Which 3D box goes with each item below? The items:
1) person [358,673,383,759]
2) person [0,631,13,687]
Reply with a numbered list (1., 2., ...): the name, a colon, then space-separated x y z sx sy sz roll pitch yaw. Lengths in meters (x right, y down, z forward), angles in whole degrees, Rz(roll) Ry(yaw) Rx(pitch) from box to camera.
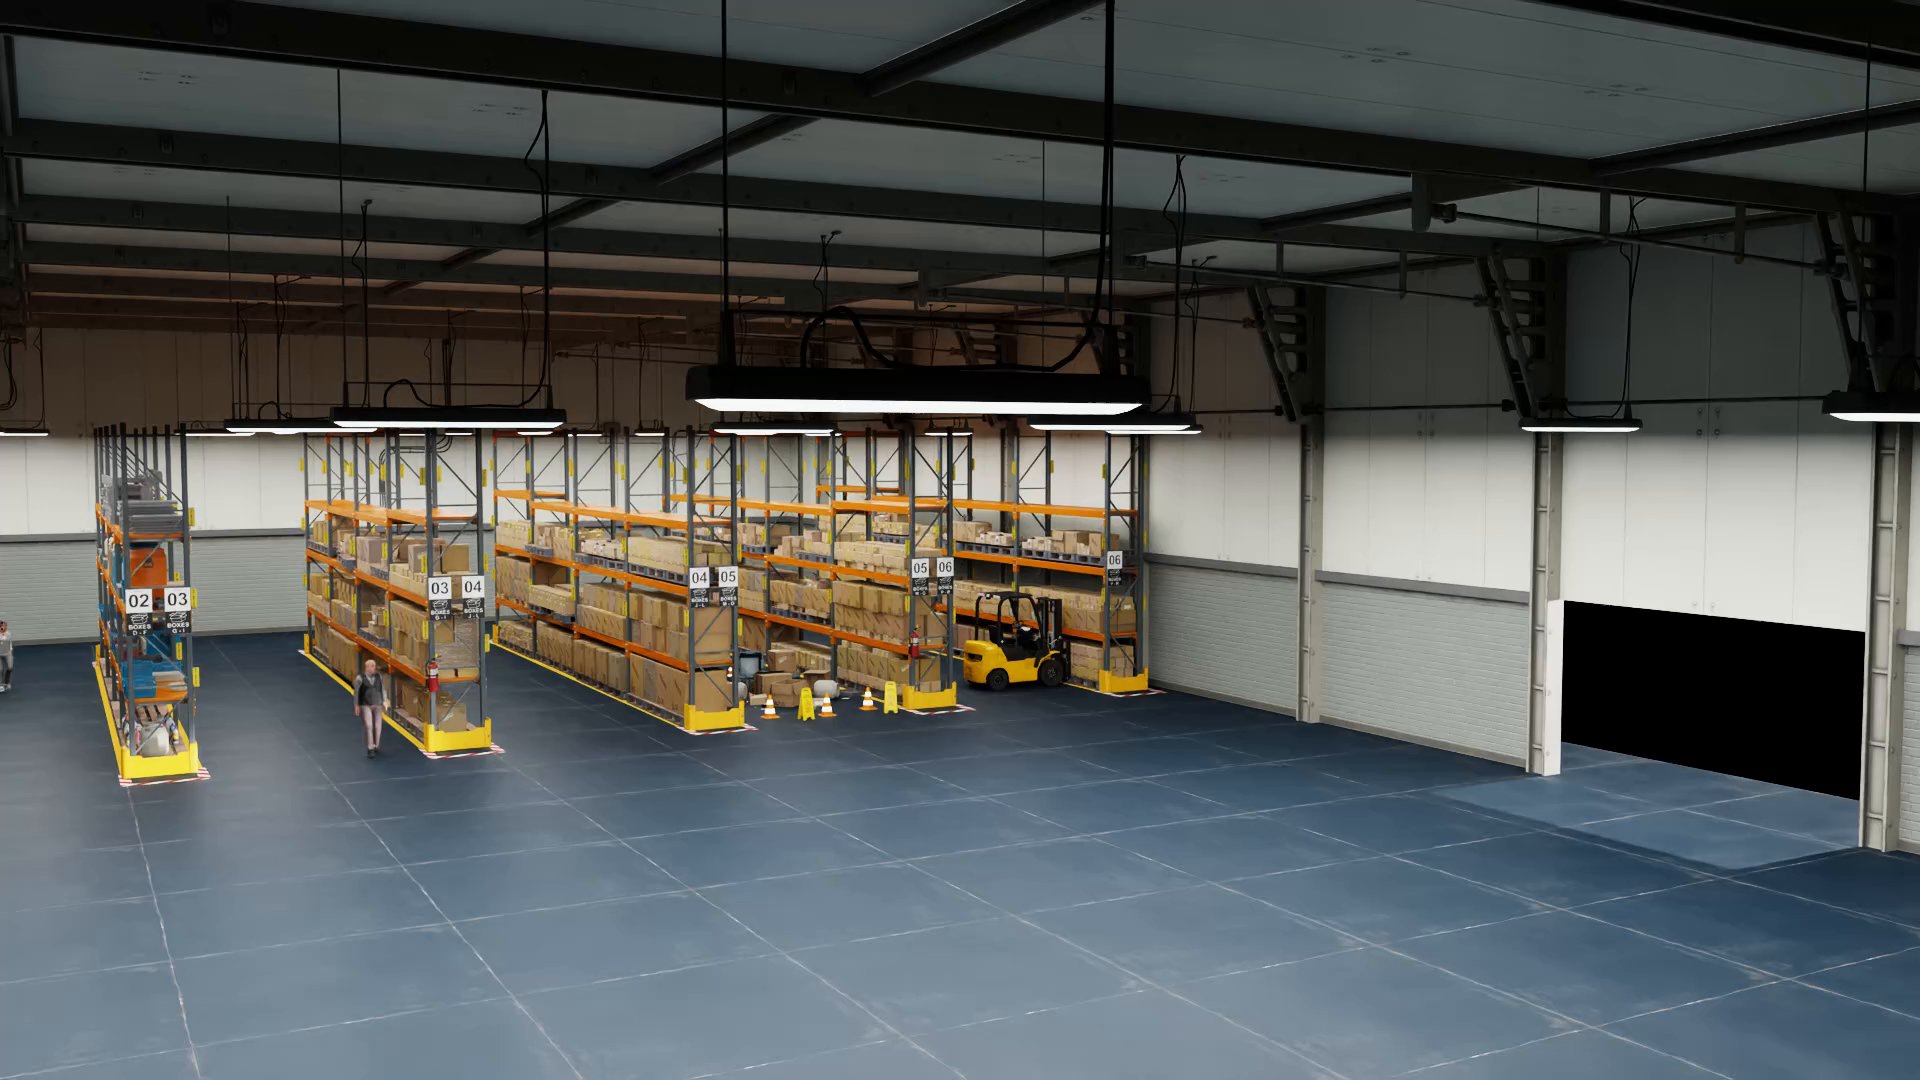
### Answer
1. person: -18.473 2.757 37.057 4.220 1.491 21.276 -3 4 -38
2. person: -21.662 2.699 37.649 0.374 1.291 0.460 -2 4 -32
